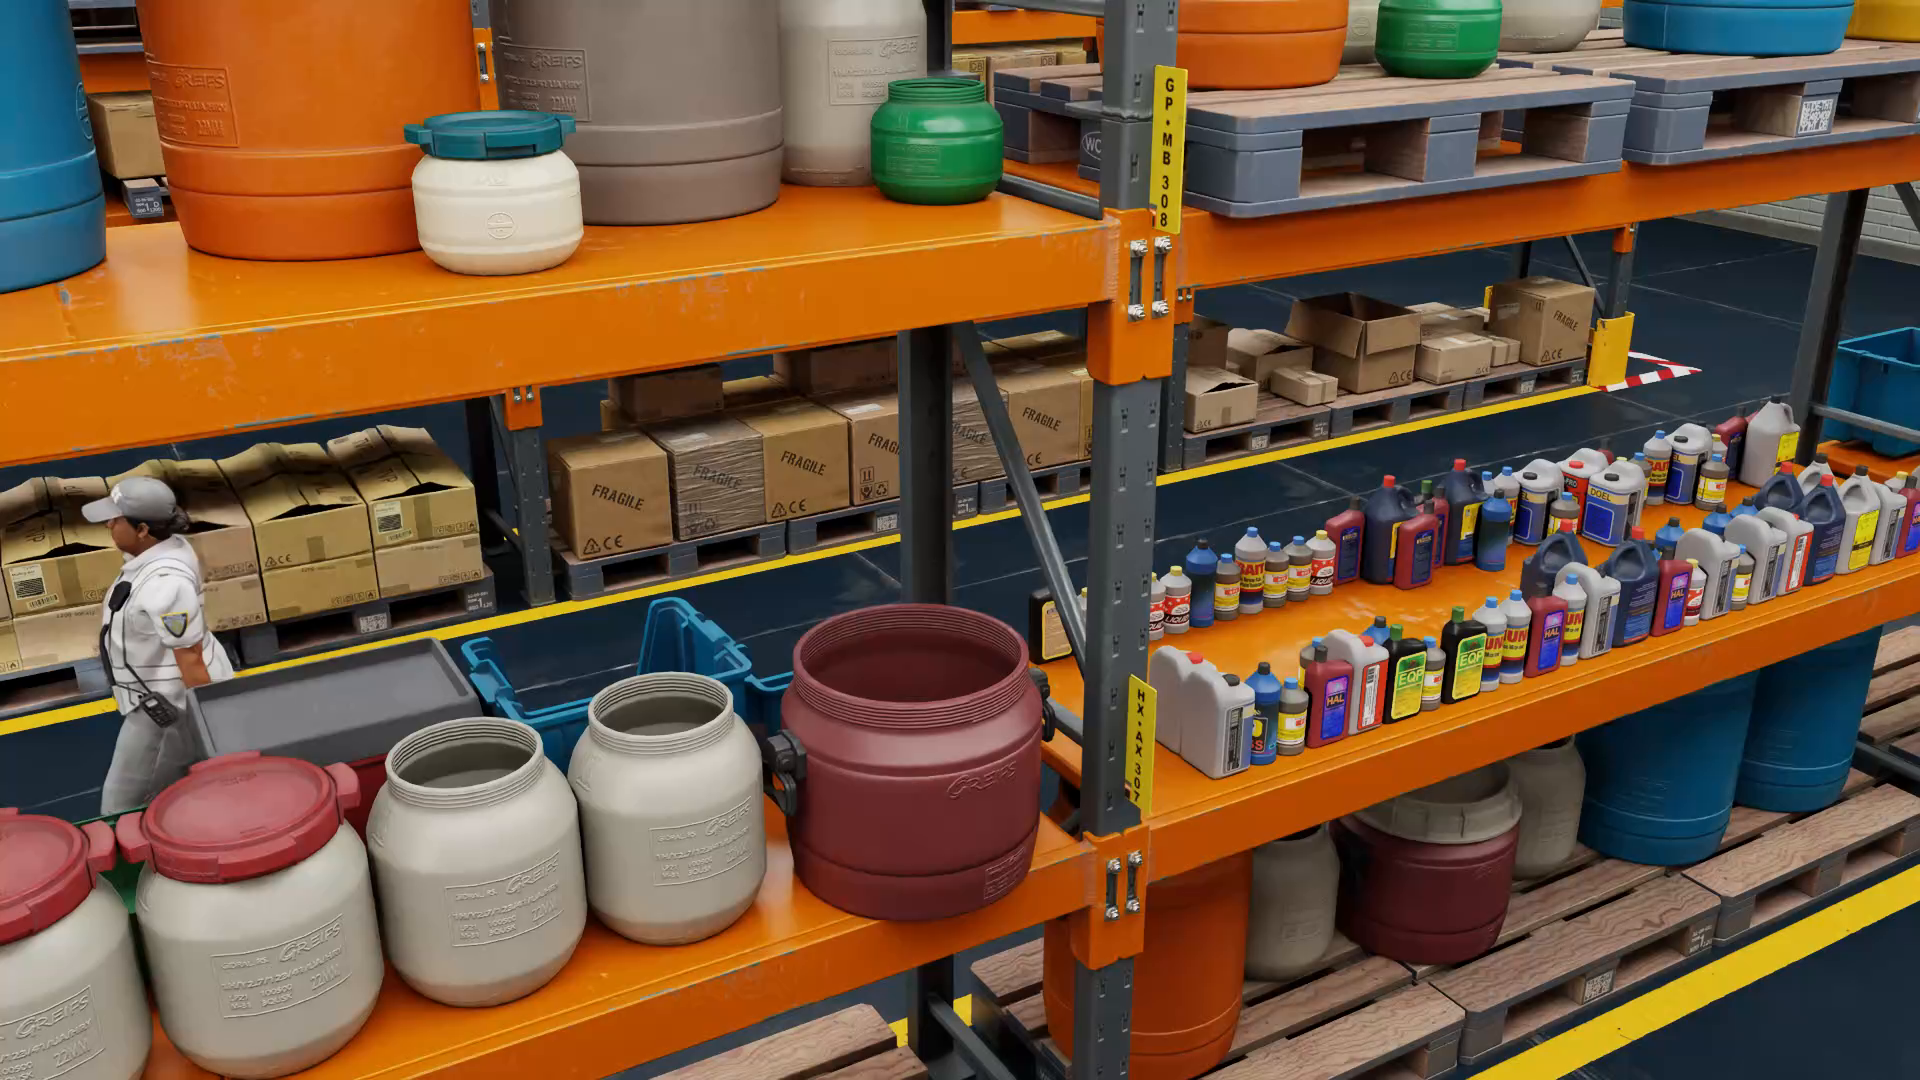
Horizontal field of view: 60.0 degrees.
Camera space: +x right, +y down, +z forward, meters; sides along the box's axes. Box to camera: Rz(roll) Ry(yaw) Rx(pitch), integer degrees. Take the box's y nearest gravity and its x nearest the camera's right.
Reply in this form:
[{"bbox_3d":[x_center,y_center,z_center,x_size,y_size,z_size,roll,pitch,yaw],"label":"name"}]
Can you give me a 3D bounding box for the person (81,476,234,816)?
[{"bbox_3d":[-2.713,0.538,5.745,1.009,1.612,0.511,-8,23,-18],"label":"person"}]
